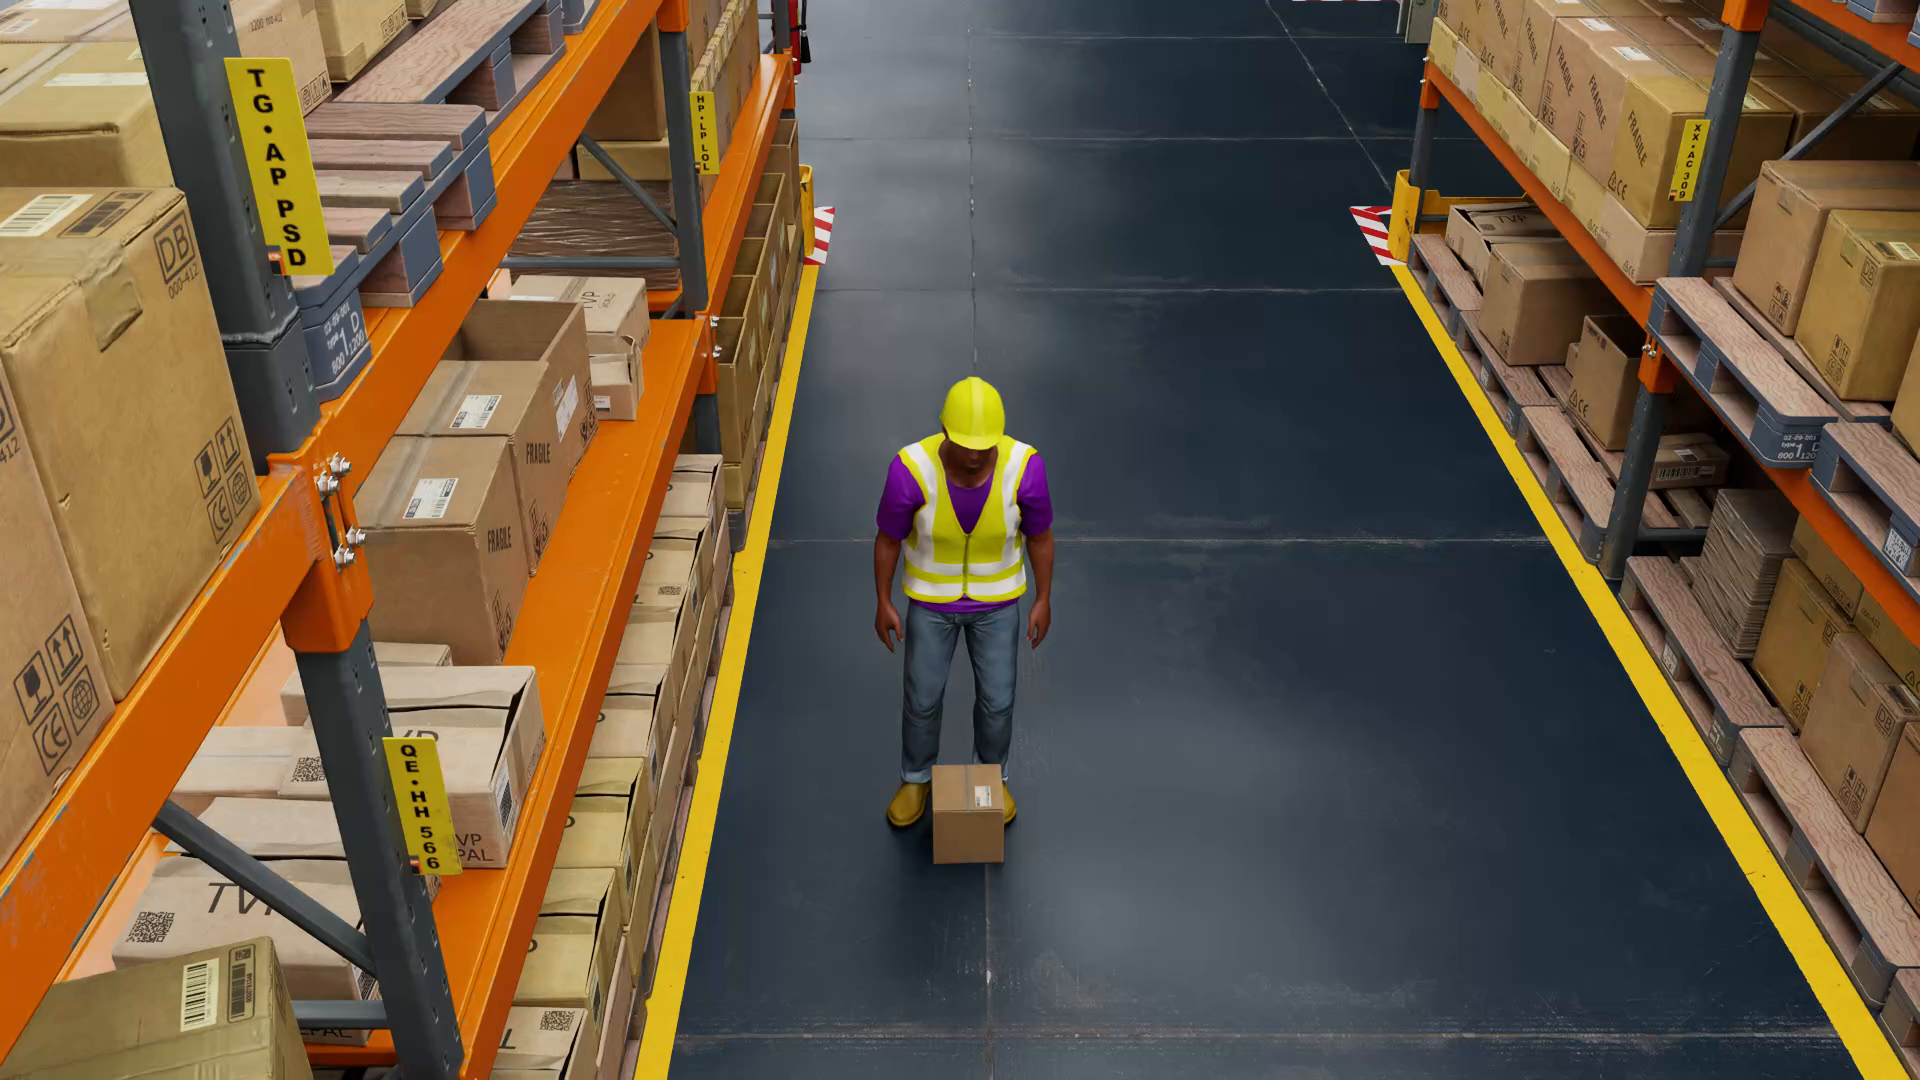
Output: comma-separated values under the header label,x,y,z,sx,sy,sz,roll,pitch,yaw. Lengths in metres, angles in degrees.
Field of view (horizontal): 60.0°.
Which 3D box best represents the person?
label,x,y,z,sx,sy,sz,roll,pitch,yaw
person,0.015,0.219,5.758,0.625,1.759,0.463,-1,31,-2
